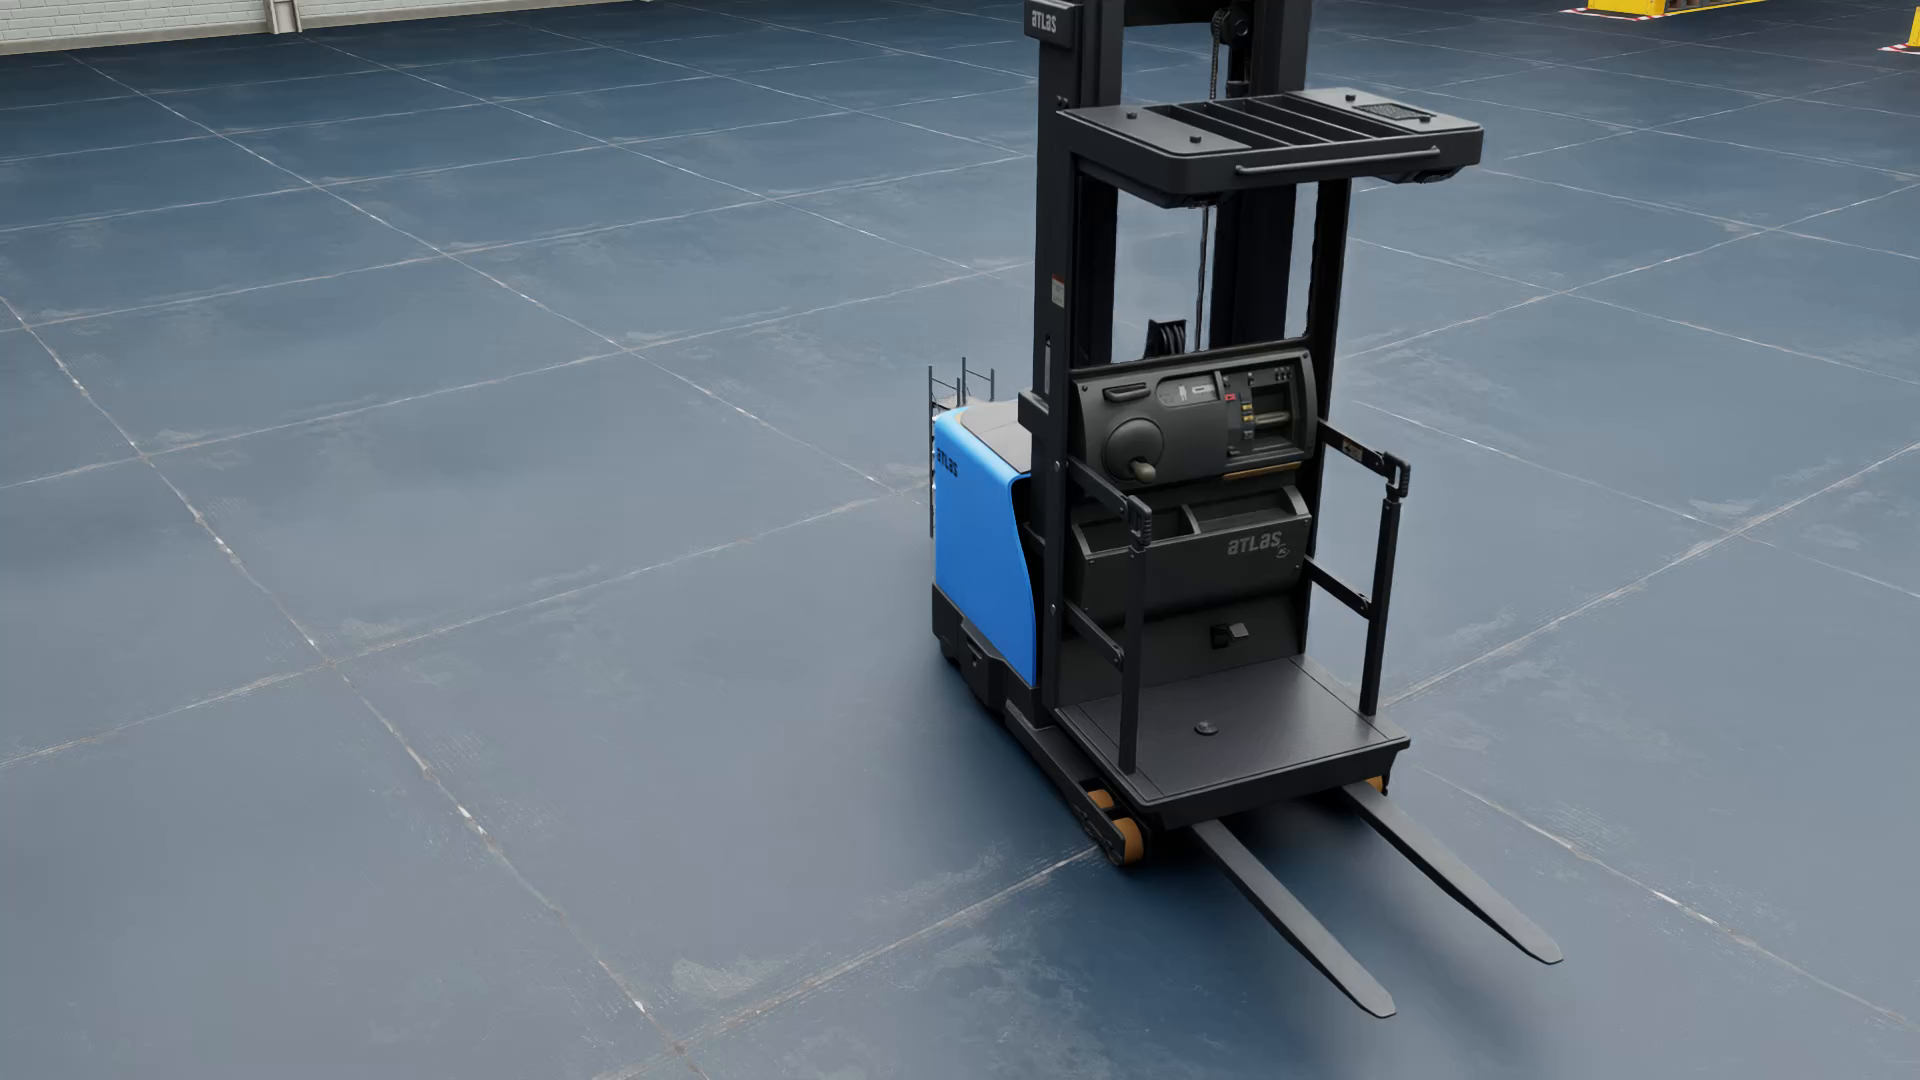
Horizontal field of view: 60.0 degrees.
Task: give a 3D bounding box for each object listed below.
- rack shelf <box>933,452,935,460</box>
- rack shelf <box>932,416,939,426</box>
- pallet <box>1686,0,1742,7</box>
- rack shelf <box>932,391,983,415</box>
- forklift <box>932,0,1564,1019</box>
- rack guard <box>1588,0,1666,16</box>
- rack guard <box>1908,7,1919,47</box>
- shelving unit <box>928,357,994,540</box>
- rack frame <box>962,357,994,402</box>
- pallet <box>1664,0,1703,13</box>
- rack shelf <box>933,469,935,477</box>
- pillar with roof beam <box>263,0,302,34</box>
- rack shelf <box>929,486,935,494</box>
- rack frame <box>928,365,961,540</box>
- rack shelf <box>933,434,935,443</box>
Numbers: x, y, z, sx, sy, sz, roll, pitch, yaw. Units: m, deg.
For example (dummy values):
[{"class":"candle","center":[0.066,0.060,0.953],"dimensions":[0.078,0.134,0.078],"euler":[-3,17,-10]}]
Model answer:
[{"class":"rack shelf","center":[0.006,-0.380,8.079],"dimensions":[0.200,0.077,0.258],"euler":[-18,31,-34]},{"class":"rack shelf","center":[0.006,-0.543,8.003],"dimensions":[0.200,0.077,0.258],"euler":[-18,31,-34]},{"class":"pallet","center":[12.090,-8.965,27.315],"dimensions":[1.213,0.211,1.003],"euler":[-18,31,-34]},{"class":"rack shelf","center":[0.006,-0.625,7.965],"dimensions":[0.200,0.077,0.258],"euler":[-18,31,-34]},{"class":"forklift","center":[0.921,-0.398,5.625],"dimensions":[1.130,2.935,3.031],"euler":[-10,27,-21]},{"class":"rack guard","center":[10.488,-8.571,26.125],"dimensions":[0.348,0.500,1.175],"euler":[-18,31,-34]},{"class":"rack guard","center":[13.573,-6.915,22.556],"dimensions":[0.348,0.500,1.175],"euler":[-18,31,-34]},{"class":"shelving unit","center":[0.006,-0.410,8.065],"dimensions":[0.210,0.900,0.258],"euler":[-18,31,-34]},{"class":"rack frame","center":[0.086,-0.437,8.122],"dimensions":[0.006,0.900,0.240],"euler":[-18,31,-34]},{"class":"pallet","center":[11.131,-8.650,26.636],"dimensions":[1.213,0.211,1.003],"euler":[-18,31,-34]},{"class":"rack shelf","center":[0.006,-0.298,8.117],"dimensions":[0.200,0.077,0.258],"euler":[-18,31,-34]},{"class":"pillar with roof beam","center":[-7.147,-10.039,19.192],"dimensions":[0.400,9.000,9.100],"euler":[-18,31,-34]},{"class":"rack shelf","center":[0.006,-0.217,8.155],"dimensions":[0.200,0.077,0.258],"euler":[-18,31,-34]},{"class":"rack frame","center":[-0.074,-0.384,8.008],"dimensions":[0.006,0.900,0.240],"euler":[-18,31,-34]},{"class":"rack shelf","center":[0.006,-0.462,8.041],"dimensions":[0.200,0.077,0.258],"euler":[-18,31,-34]}]
